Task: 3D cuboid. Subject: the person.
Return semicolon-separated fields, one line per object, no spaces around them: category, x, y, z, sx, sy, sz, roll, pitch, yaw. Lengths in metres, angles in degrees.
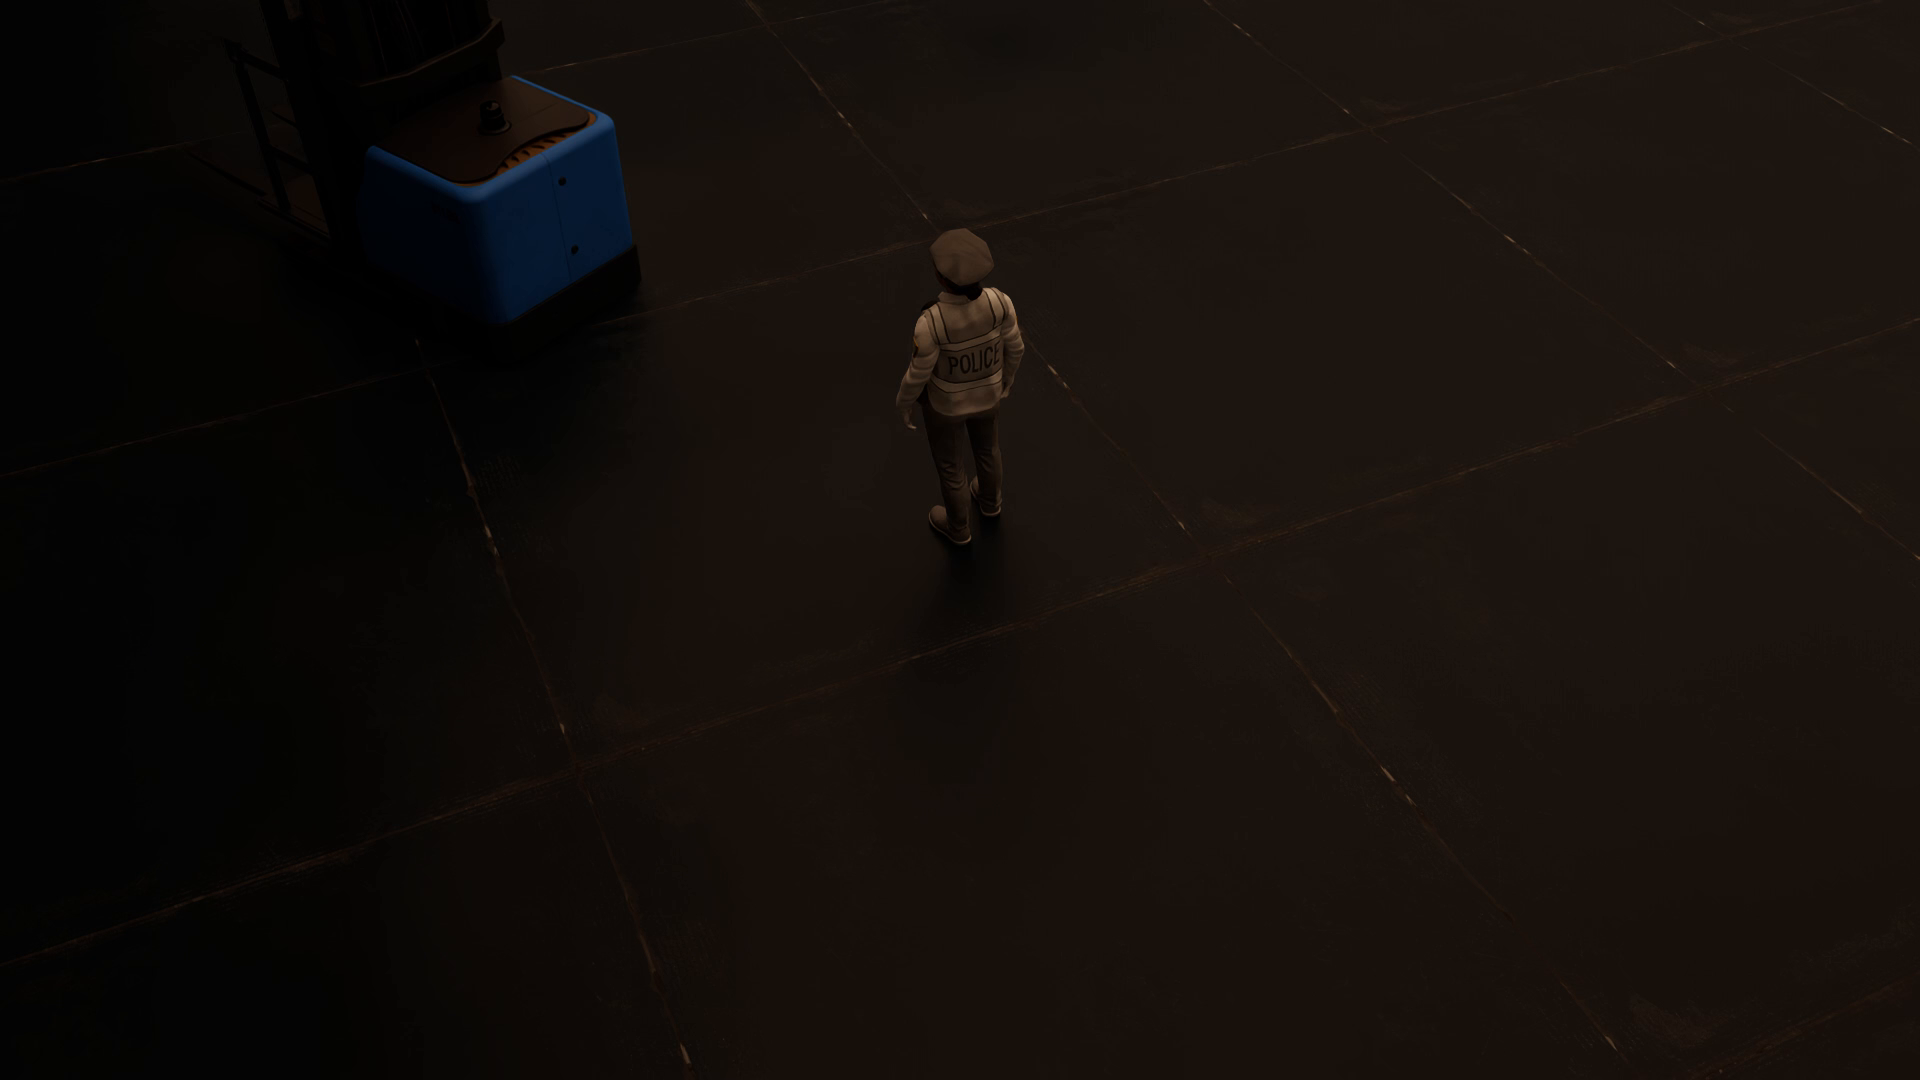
person;-0.023;-0.669;7.293;0.587;1.695;0.531;-18;46;-18

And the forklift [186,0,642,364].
forklift;-3.259;-2.822;8.704;3.031;2.935;1.130;27;49;26
